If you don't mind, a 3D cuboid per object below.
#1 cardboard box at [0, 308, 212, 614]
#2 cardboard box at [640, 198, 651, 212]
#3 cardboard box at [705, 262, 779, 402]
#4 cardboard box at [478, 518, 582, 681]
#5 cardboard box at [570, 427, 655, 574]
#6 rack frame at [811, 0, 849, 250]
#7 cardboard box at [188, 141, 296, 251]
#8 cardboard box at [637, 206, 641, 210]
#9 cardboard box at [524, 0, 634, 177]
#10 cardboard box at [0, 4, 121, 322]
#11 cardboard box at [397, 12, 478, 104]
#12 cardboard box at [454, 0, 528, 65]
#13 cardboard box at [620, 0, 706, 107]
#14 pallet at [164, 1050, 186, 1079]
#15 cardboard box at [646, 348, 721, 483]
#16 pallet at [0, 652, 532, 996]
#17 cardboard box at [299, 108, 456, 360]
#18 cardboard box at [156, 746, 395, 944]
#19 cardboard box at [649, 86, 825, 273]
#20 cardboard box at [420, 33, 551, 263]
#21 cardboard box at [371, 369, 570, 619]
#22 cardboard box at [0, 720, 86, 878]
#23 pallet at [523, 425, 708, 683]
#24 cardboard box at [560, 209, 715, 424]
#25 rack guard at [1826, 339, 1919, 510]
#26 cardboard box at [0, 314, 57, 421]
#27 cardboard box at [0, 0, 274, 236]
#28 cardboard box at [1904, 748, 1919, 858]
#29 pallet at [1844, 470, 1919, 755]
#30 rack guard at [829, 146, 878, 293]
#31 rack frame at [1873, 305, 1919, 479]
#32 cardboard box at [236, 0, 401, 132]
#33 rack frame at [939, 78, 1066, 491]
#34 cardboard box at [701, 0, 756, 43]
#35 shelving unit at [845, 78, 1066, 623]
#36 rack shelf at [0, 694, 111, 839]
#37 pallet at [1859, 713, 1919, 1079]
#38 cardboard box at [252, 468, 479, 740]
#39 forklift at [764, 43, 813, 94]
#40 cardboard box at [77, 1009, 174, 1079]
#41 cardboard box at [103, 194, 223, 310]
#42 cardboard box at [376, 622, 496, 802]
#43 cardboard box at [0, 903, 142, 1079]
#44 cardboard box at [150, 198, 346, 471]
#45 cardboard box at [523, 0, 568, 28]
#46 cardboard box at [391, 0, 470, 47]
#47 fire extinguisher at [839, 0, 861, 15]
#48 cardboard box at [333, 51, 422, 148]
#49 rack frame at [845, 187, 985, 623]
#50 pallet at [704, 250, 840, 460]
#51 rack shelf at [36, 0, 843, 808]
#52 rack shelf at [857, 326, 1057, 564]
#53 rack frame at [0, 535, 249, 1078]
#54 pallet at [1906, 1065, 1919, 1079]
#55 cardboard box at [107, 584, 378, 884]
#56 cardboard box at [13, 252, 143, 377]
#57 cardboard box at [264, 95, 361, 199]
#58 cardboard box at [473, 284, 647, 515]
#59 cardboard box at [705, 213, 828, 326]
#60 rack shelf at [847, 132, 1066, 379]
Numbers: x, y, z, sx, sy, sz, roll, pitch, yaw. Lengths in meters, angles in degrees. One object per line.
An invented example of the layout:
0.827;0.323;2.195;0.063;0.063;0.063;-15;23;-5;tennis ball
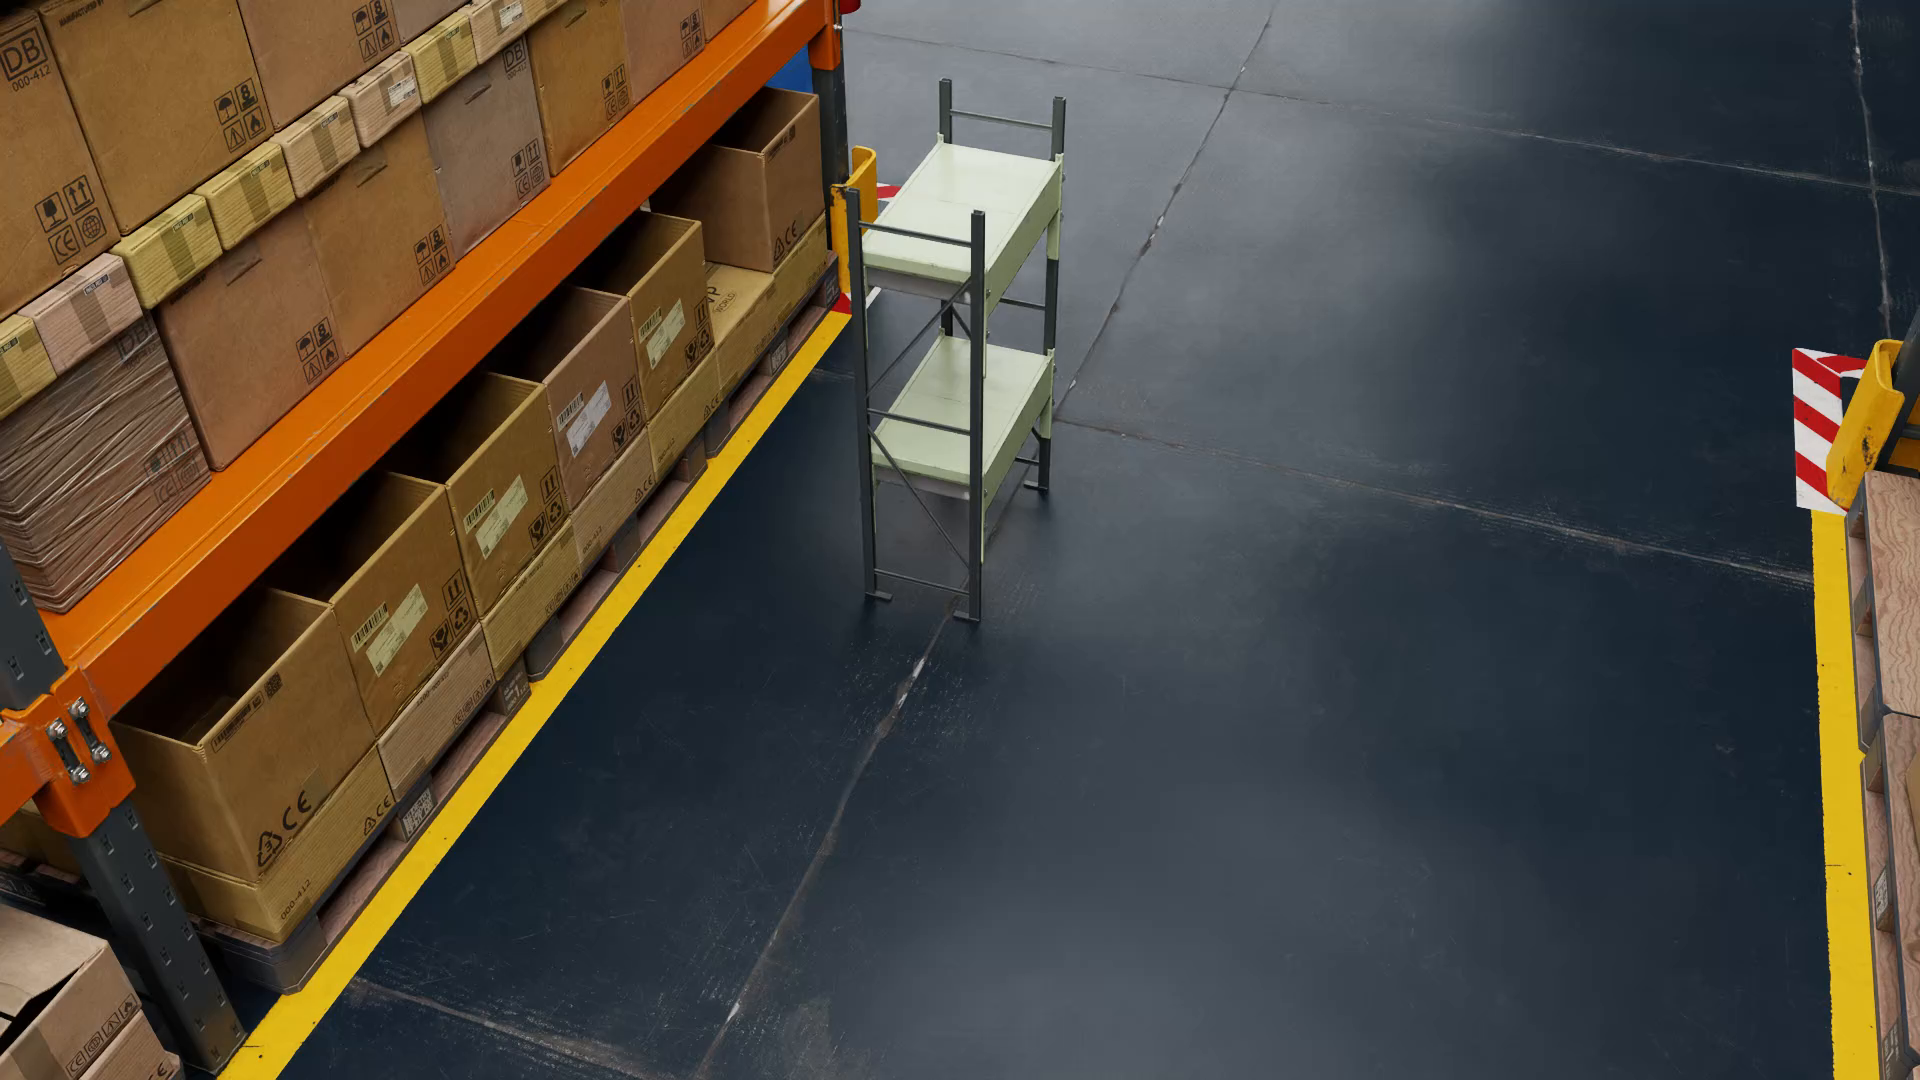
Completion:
-2.166;-0.252;3.657;0.700;0.500;0.500;12;42;14;cardboard box
-1.336;-1.218;6.661;0.500;0.250;0.500;13;42;15;cardboard box
-1.009;-0.795;6.166;0.500;0.250;0.500;13;42;15;cardboard box
-1.517;0.121;5.092;0.500;0.250;0.500;13;42;15;cardboard box
-1.351;-0.185;5.451;0.500;0.250;0.500;13;42;15;cardboard box
-0.944;-2.382;6.230;1.000;3.000;0.127;13;42;15;rack frame
-1.777;-0.819;3.822;0.380;0.149;0.250;13;42;15;cardboard box
-1.505;-1.197;6.060;0.500;0.500;0.500;13;42;15;cardboard box
-1.466;-1.515;5.137;0.700;0.500;0.500;14;42;15;cardboard box
-2.166;-0.745;3.236;0.700;0.500;0.500;13;42;15;cardboard box
-1.511;-1.293;4.378;0.380;0.149;0.250;13;42;15;cardboard box
-1.424;-1.444;4.555;0.380;0.149;0.250;13;42;14;cardboard box
-1.291;-1.816;5.491;0.700;0.500;0.500;14;43;16;cardboard box
-2.527;1.577;3.739;1.003;0.211;1.213;13;42;15;pallet
-1.179;-0.490;5.808;0.500;0.250;0.500;13;42;15;cardboard box
-2.000;0.643;4.833;1.003;0.211;1.213;13;42;15;pallet
-1.816;-0.880;4.394;0.700;0.500;0.500;14;42;16;cardboard box
-1.868;0.729;4.380;0.500;0.250;0.500;13;42;15;cardboard box
-0.848;-1.387;6.282;0.500;0.500;0.500;13;42;15;cardboard box
-1.642;-1.193;4.760;0.700;0.500;0.500;15;43;16;cardboard box
-1.517;-0.164;4.849;0.500;0.500;0.500;13;42;15;cardboard box
-2.358;0.613;4.515;0.500;0.250;0.500;13;42;15;cardboard box
-1.585;-0.103;5.709;1.003;0.211;1.213;13;42;15;pallet
-1.176;-0.774;5.564;0.500;0.500;0.500;13;42;15;cardboard box
3.687;-0.287;5.701;1.175;0.500;0.348;13;42;15;rack guard
-2.038;-0.348;3.270;0.380;0.149;0.250;13;42;15;cardboard box
-1.994;-1.054;3.598;0.700;0.500;0.500;13;42;15;cardboard box
2.899;0.685;4.223;0.700;0.500;0.500;11;42;12;cardboard box
3.376;0.310;5.223;1.003;0.211;1.213;13;42;15;pallet
-0.936;-1.445;7.059;1.175;0.500;0.348;13;42;15;rack guard
3.713;-1.284;4.944;1.000;3.000;0.127;13;42;15;rack frame
-1.822;-1.359;3.956;0.700;0.500;0.500;13;42;15;cardboard box
0.127;-0.798;5.530;0.400;1.500;0.023;13;42;15;rack frame
-1.115;-2.138;5.867;0.700;0.500;0.500;13;42;15;cardboard box
0.002;-0.575;5.268;0.431;1.500;0.755;13;42;15;shelving unit
-2.996;1.552;2.174;1.077;0.370;4.000;13;42;15;rack shelf
2.957;1.052;4.354;1.003;0.211;1.213;13;42;15;pallet
-1.695;0.139;4.493;0.500;0.500;0.500;13;42;15;cardboard box
-2.144;-3.122;7.151;3.031;2.935;1.130;3;41;4;forklift
-2.181;1.262;3.755;0.500;0.250;0.500;13;42;15;cardboard box
-1.865;-0.659;3.634;0.380;0.149;0.250;12;42;14;cardboard box
-1.692;0.425;4.736;0.500;0.250;0.500;13;42;15;cardboard box
-2.181;1.042;3.581;0.500;0.311;0.500;13;42;15;cardboard box
-1.992;-0.575;4.036;0.700;0.500;0.500;13;42;15;cardboard box
-1.337;-1.601;4.739;0.380;0.149;0.250;14;43;16;cardboard box
-1.651;-1.664;4.312;0.700;0.500;0.500;13;42;15;cardboard box
-0.467;-2.321;6.219;0.296;0.674;0.183;13;42;15;fire extinguisher
-1.601;-1.134;4.192;0.380;0.149;0.250;12;42;14;cardboard box
-0.123;-0.351;5.006;0.400;1.500;0.023;13;42;15;rack frame
-1.166;-0.845;6.578;1.003;0.211;1.213;13;42;15;pallet
-1.628;-0.888;5.034;1.077;0.370;4.000;13;42;15;rack shelf
0.002;-0.327;5.480;0.431;0.370;0.720;13;42;15;rack shelf
-2.312;0.058;3.371;1.000;3.000;0.127;13;42;15;rack frame
2.541;1.799;3.479;1.003;0.211;1.213;13;42;15;pallet
-1.859;0.446;4.134;0.500;0.500;0.500;13;42;15;cardboard box
-1.952;-0.501;3.449;0.380;0.149;0.250;14;42;16;cardboard box
-1.689;-0.971;4.000;0.380;0.149;0.250;12;42;14;cardboard box
-1.348;-0.470;5.206;0.500;0.500;0.500;13;42;15;cardboard box
-0.850;-1.103;6.526;0.500;0.250;0.500;13;42;15;cardboard box
0.002;-0.872;5.015;0.431;0.370;0.720;13;42;15;rack shelf
